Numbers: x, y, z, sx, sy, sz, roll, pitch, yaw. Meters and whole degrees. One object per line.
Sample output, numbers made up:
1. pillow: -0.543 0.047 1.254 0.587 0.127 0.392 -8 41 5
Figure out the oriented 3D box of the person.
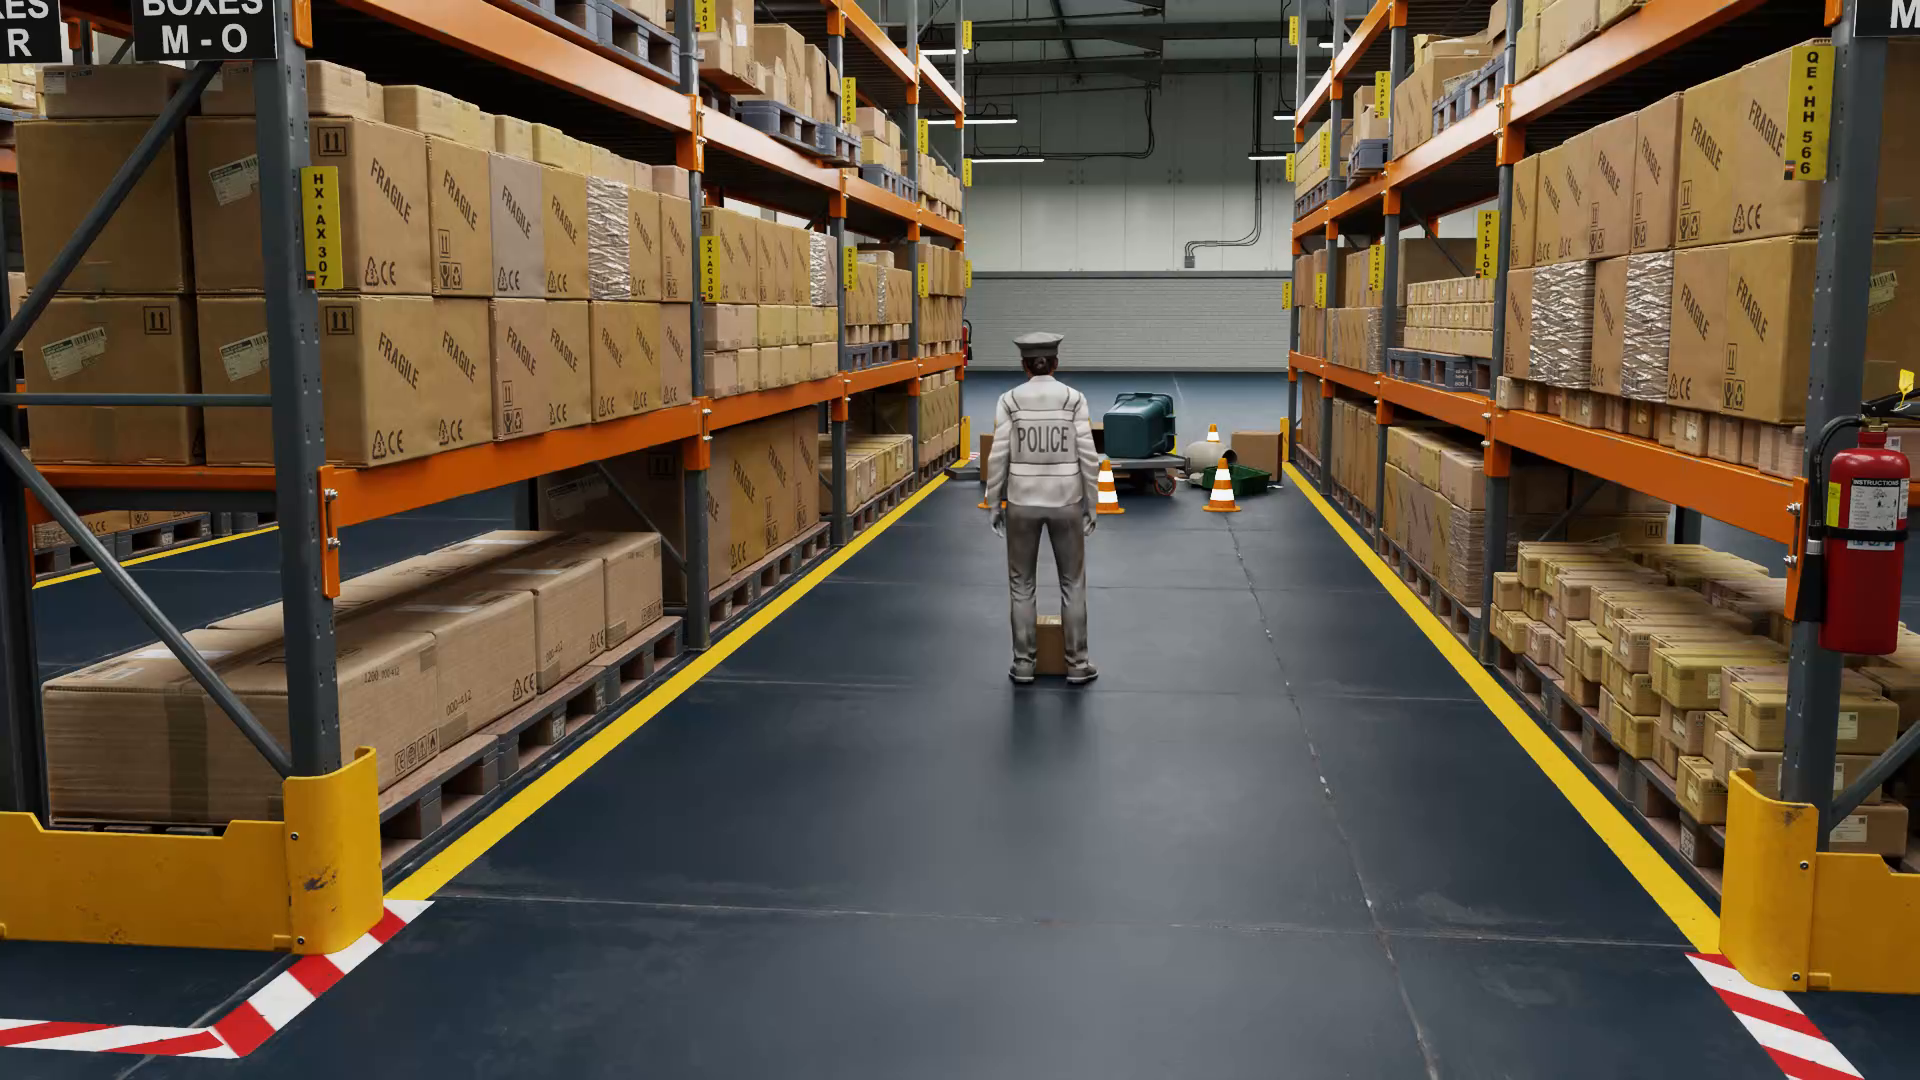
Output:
1. person: 0.396 -0.150 7.896 0.544 1.663 0.376 0 8 3
